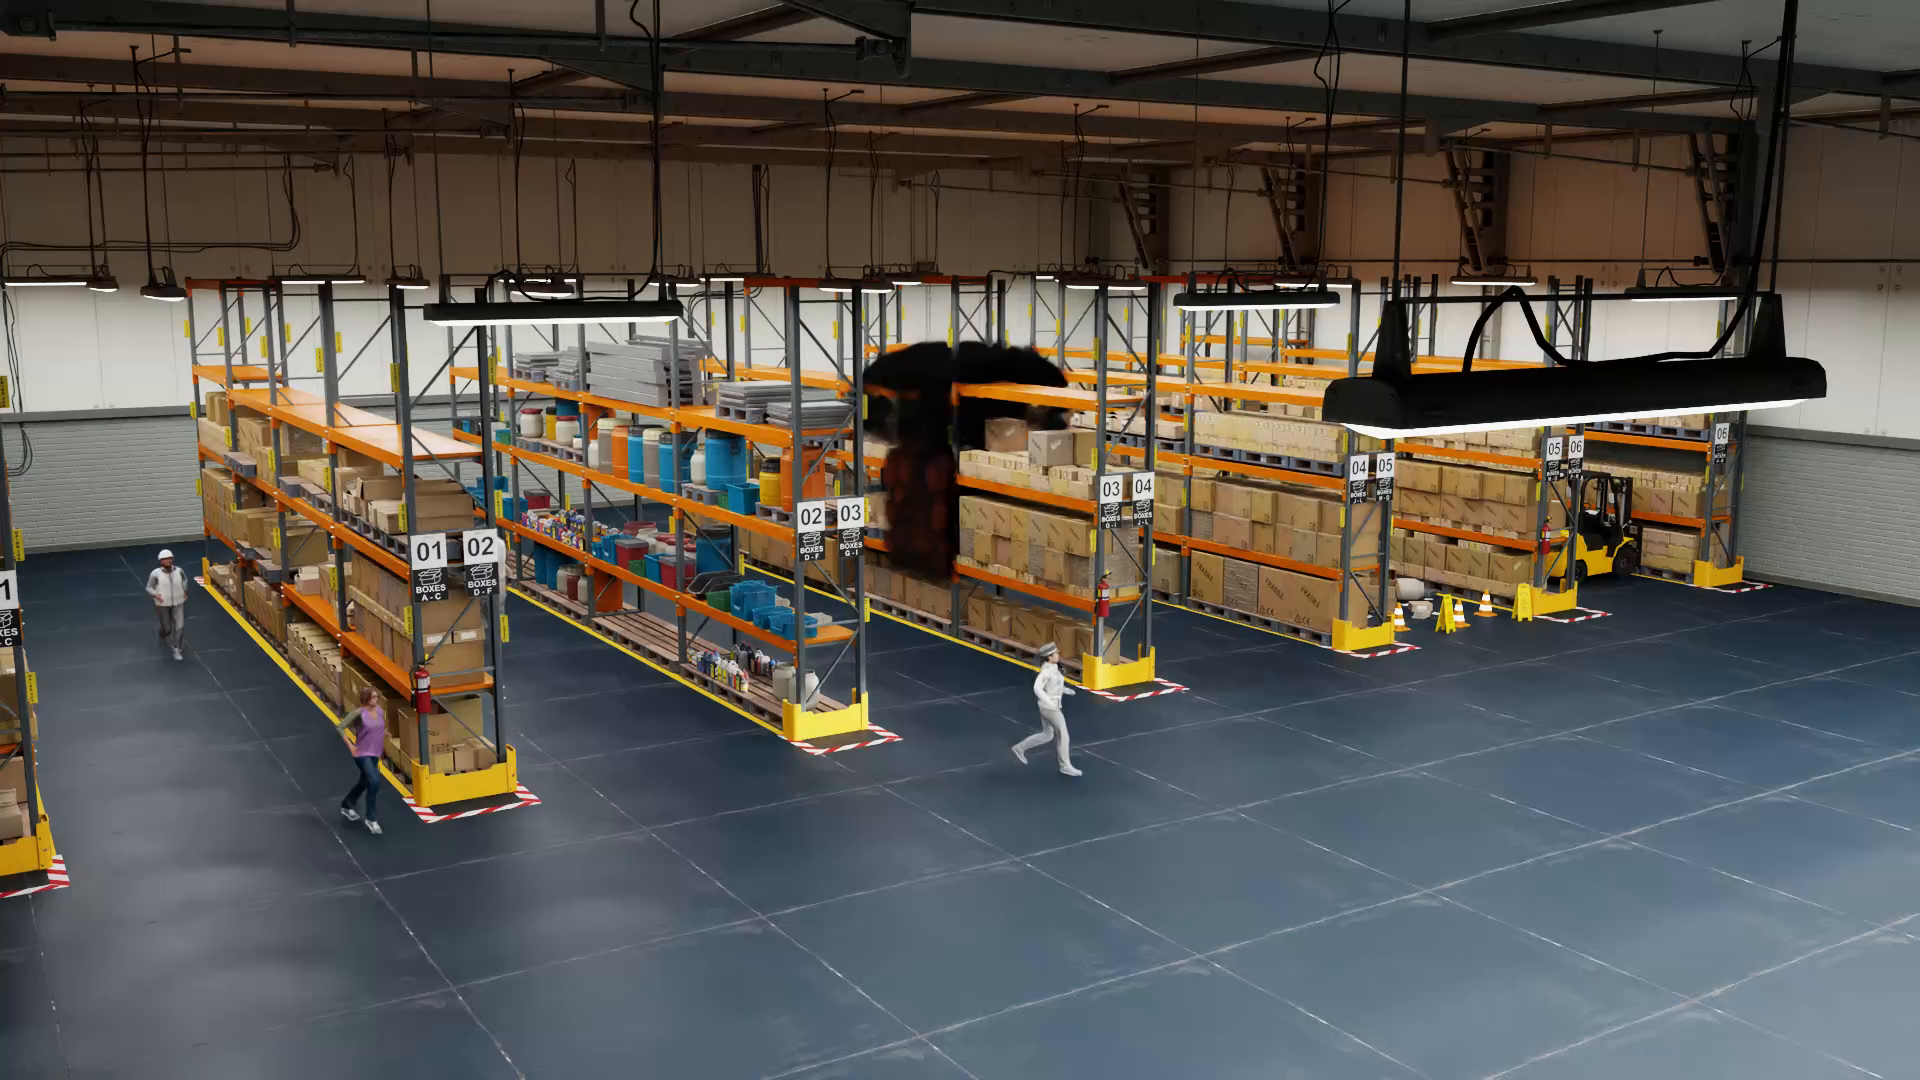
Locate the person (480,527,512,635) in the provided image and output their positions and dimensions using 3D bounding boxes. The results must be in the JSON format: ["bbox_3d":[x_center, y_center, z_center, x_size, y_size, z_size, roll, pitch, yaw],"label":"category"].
[{"bbox_3d":[-7.649,0.628,27.225,0.668,1.786,0.847,-8,13,-40],"label":"person"}]

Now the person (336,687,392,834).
[{"bbox_3d":[-6.698,2.469,18.745,0.724,1.613,0.541,4,10,23],"label":"person"}]

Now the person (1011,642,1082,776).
[{"bbox_3d":[1.099,2.093,20.564,0.848,1.696,0.618,0,10,-1],"label":"person"}]

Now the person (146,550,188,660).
[{"bbox_3d":[-12.740,1.025,26.795,0.671,1.772,0.798,-8,12,-40],"label":"person"}]
